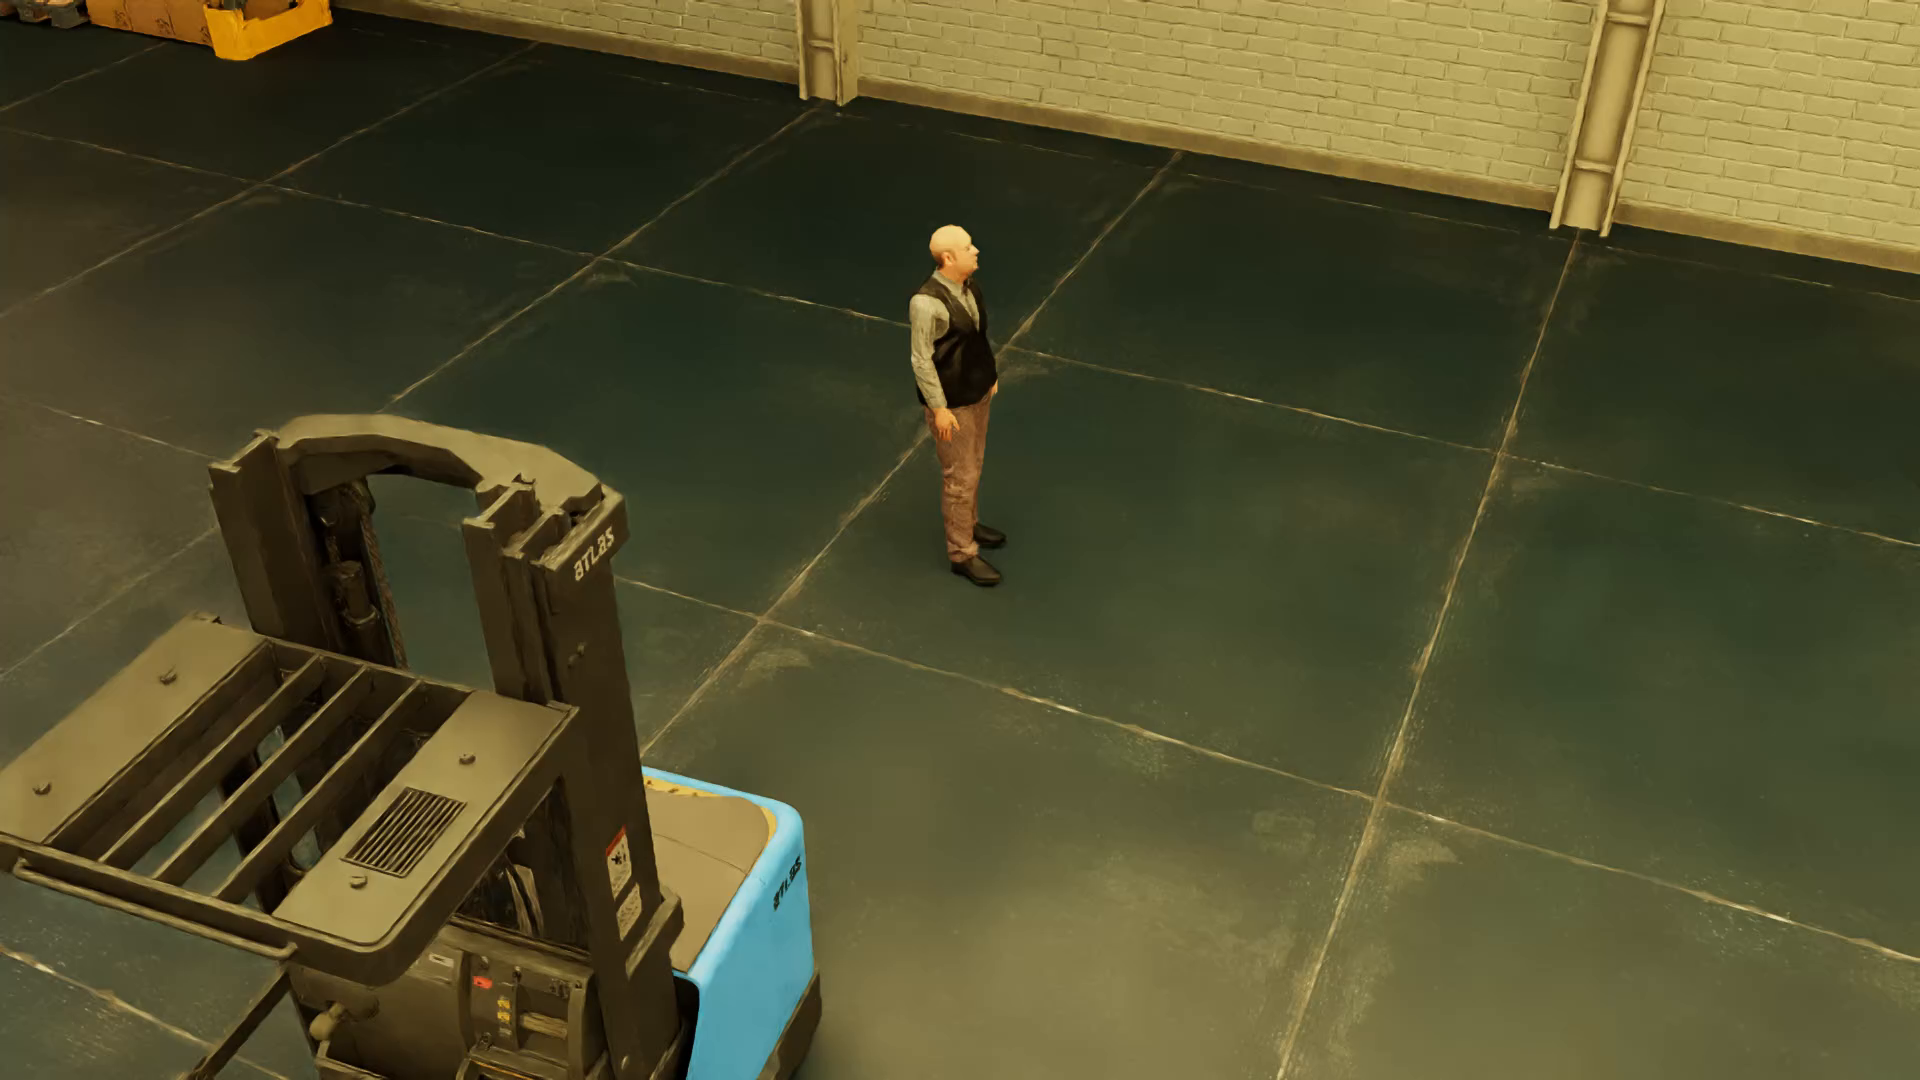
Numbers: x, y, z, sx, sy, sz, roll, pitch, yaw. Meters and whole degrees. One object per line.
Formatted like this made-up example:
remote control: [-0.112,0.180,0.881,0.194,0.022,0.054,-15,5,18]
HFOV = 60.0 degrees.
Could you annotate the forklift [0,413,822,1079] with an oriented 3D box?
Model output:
forklift: [-1.478,1.279,4.294,1.130,2.935,3.031,12,37,16]

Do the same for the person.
person: [0.053,-0.687,8.080,0.567,1.720,0.632,15,38,20]
